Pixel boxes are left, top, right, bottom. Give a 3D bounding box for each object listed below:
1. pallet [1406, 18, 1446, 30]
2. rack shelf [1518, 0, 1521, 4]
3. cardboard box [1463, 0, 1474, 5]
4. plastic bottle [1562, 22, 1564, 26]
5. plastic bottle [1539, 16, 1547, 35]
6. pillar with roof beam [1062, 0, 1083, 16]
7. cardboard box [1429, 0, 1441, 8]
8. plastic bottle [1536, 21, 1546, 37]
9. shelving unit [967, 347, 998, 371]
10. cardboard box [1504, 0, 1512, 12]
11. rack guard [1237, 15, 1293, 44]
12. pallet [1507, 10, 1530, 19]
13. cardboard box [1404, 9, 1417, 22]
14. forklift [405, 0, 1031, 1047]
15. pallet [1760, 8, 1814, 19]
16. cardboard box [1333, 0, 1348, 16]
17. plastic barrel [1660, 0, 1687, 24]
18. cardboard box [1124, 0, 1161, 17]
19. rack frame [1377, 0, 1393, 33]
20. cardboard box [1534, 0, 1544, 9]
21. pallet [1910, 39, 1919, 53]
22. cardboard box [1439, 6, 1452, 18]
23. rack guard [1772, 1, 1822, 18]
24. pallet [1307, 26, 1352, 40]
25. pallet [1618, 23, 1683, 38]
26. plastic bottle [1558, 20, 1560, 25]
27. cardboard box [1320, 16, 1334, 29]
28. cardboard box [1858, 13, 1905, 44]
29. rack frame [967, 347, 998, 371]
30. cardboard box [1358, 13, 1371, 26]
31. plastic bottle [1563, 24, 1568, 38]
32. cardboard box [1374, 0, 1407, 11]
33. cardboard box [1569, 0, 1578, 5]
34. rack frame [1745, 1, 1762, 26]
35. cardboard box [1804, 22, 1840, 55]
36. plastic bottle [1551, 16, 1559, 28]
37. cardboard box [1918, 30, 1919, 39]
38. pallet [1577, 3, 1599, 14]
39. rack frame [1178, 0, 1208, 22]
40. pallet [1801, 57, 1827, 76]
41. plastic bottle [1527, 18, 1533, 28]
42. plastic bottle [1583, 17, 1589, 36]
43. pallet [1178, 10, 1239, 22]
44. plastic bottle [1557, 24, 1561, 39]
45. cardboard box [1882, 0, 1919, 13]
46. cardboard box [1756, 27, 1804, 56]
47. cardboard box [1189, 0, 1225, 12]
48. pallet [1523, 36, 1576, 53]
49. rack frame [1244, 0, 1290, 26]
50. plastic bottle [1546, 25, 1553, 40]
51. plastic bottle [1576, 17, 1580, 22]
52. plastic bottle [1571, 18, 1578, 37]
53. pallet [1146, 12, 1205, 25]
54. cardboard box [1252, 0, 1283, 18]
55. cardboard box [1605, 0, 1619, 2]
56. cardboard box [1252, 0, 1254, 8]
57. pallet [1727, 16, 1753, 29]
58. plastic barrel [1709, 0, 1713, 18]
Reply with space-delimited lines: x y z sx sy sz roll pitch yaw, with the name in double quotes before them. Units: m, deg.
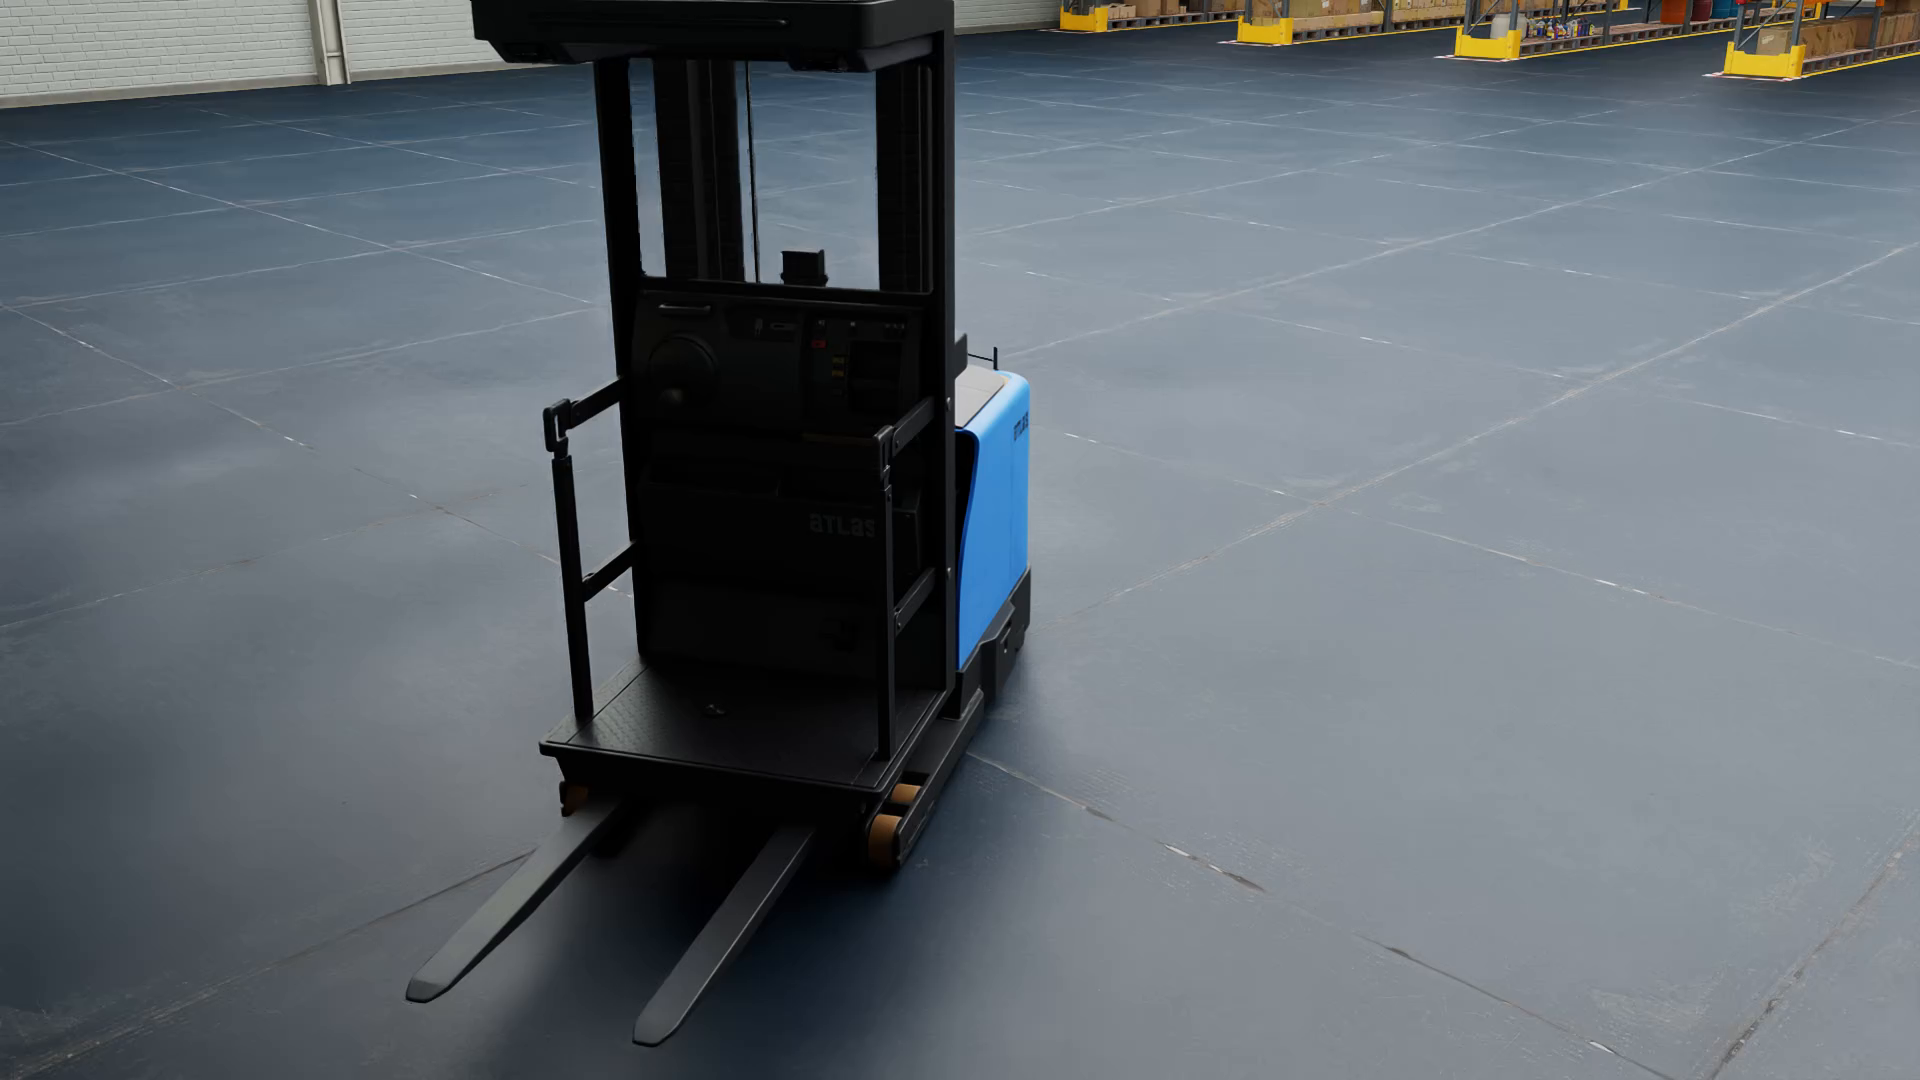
"pallet" 10.410 -11.900 38.240 1.003 0.211 1.213 19 28 41
"rack shelf" 11.224 -10.596 31.965 1.077 0.370 4.000 19 28 41
"cardboard box" 11.674 -12.693 38.883 0.500 0.311 0.500 -19 28 -41
"plastic bottle" 11.824 -9.999 32.582 0.061 0.283 0.133 19 28 41
"plastic bottle" 11.627 -10.263 33.174 0.144 0.351 0.185 18 27 38
"pillar with roof beam" 5.683 -15.017 34.101 9.100 9.000 0.400 19 28 41
"cardboard box" 10.611 -12.301 37.862 0.500 0.311 0.500 -19 28 -41
"plastic bottle" 11.454 -10.088 32.823 0.152 0.276 0.135 19 28 41
"shelving unit" 0.006 -0.422 7.419 0.258 0.900 0.210 19 28 41
"cardboard box" 13.100 -13.063 40.250 0.500 0.500 0.500 19 28 40
"rack guard" 6.265 -10.486 34.159 1.175 0.500 0.348 19 28 41
"pallet" 13.262 -12.908 40.863 1.003 0.211 1.213 19 28 41
"cardboard box" 9.889 -11.772 37.269 0.500 0.250 0.500 -19 28 -41
"forklift" -0.619 -0.534 4.879 1.130 2.935 3.031 6 22 15
"pallet" 20.387 -13.027 41.173 1.003 0.211 1.213 19 28 41
"cardboard box" 7.864 -11.388 35.225 0.500 0.500 0.500 19 28 41
"plastic barrel" 15.738 -11.787 36.501 0.600 0.830 0.708 19 28 41
"cardboard box" 4.223 -12.414 38.562 0.700 0.500 0.500 17 27 37
"rack frame" 9.072 -12.687 36.401 1.000 3.000 0.127 19 28 41
"cardboard box" 14.163 -13.458 41.279 0.500 0.500 0.500 19 28 41
"pallet" 18.412 -9.733 32.602 1.003 0.211 1.213 19 28 41
"cardboard box" 10.960 -12.169 38.302 0.500 0.250 0.500 -19 28 -41
"rack guard" 20.997 -13.373 41.672 1.175 0.500 0.348 19 28 41
"pallet" 7.636 -10.876 35.577 1.003 0.211 1.213 19 28 41
"pallet" 14.841 -10.983 35.856 1.003 0.211 1.213 19 28 41
"plastic bottle" 12.082 -10.406 33.656 0.097 0.271 0.097 0 21 0
"cardboard box" 7.511 -10.911 35.029 0.500 0.250 0.500 19 28 41
"cardboard box" 17.347 -9.659 31.395 0.700 0.500 0.500 16 26 36
"rack frame" 0.077 -0.448 7.487 0.240 0.900 0.006 19 28 41
"cardboard box" 8.550 -11.299 36.039 0.500 0.250 0.500 19 28 41
"plastic bottle" 11.767 -9.904 32.350 0.097 0.271 0.097 0 21 0
"cardboard box" 9.539 -11.905 36.833 0.500 0.311 0.500 19 28 41
"cardboard box" 15.697 -13.905 42.906 0.380 0.166 0.250 19 28 41
"rack frame" 18.200 -13.503 38.524 1.000 3.000 0.127 19 28 41
"cardboard box" 15.089 -8.815 29.225 0.500 0.500 0.500 16 26 36
"plastic bottle" 11.862 -10.275 33.206 0.144 0.351 0.185 19 28 41
"cardboard box" 18.505 -10.096 32.532 0.700 0.500 0.500 17 27 38
"pallet" 15.984 -13.933 43.530 1.003 0.211 1.213 19 28 41
"rack frame" 5.521 -13.926 39.624 1.000 3.000 0.127 19 28 41
"pallet" 14.022 -8.096 28.344 1.003 0.211 1.213 19 28 41
"plastic bottle" 11.200 -10.106 32.765 0.185 0.351 0.144 -19 28 -40
"plastic bottle" 12.376 -10.177 32.951 0.144 0.351 0.185 18 28 39
"pallet" 6.063 -12.825 40.646 1.003 0.211 1.213 19 28 41
"plastic bottle" 11.555 -9.826 32.148 0.097 0.271 0.097 0 21 0
"cardboard box" 18.149 -10.305 32.029 0.500 0.250 0.500 -16 26 -36
"cardboard box" 13.825 -8.364 28.053 0.500 0.500 0.500 -14 25 -32
"cardboard box" 6.022 -13.158 40.497 0.500 0.500 0.700 -19 28 -40
"pallet" 11.269 -9.667 32.432 1.003 0.211 1.213 19 28 41
"rack frame" 6.282 -11.659 33.726 1.000 3.000 0.127 19 28 41
"plastic bottle" 11.316 -9.738 31.918 0.097 0.271 0.097 0 21 0
"plastic bottle" 12.273 -10.213 33.045 0.144 0.351 0.185 19 28 41
"plastic bottle" 12.017 -10.045 32.607 0.144 0.351 0.185 19 28 40
"pallet" 5.077 -12.443 39.653 1.003 0.211 1.213 19 28 41
"cardboard box" 6.443 -11.134 34.562 0.500 0.500 0.500 19 28 41
"cardboard box" 17.241 -14.609 44.272 0.500 0.500 0.500 19 28 41
"cardboard box" 7.077 -13.556 41.534 0.700 0.500 0.500 19 28 40
"pallet" 17.631 -12.013 38.535 1.003 0.211 1.213 19 28 41
"plastic barrel" 16.856 -12.097 37.749 0.421 0.512 0.421 0 21 0
